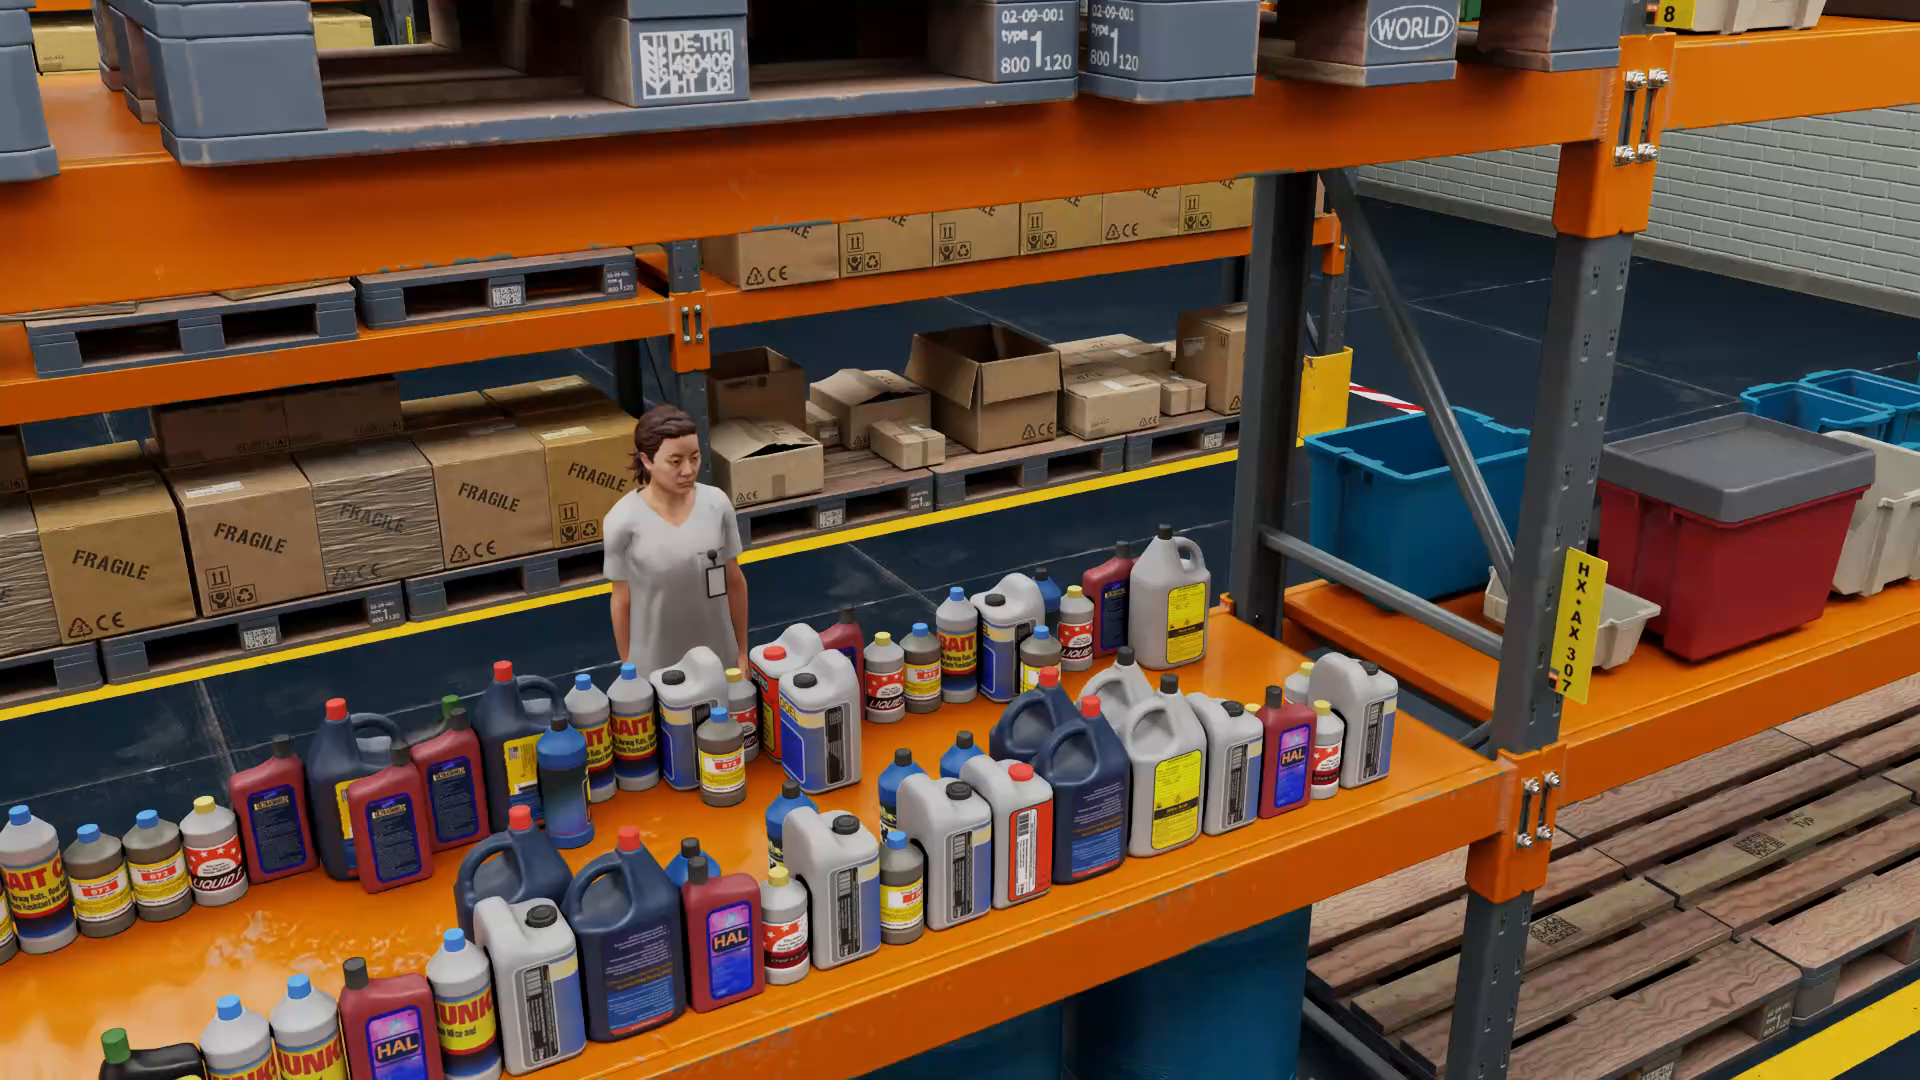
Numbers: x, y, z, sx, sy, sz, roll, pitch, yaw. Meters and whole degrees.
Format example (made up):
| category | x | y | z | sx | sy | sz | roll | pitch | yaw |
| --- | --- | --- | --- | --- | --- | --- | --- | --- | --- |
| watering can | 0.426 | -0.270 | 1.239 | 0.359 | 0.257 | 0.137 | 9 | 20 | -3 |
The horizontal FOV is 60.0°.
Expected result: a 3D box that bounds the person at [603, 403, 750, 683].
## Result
| category | x | y | z | sx | sy | sz | roll | pitch | yaw |
| --- | --- | --- | --- | --- | --- | --- | --- | --- | --- |
| person | -0.856 | 0.386 | 5.137 | 0.438 | 1.674 | 0.360 | -12 | 25 | -27 |
